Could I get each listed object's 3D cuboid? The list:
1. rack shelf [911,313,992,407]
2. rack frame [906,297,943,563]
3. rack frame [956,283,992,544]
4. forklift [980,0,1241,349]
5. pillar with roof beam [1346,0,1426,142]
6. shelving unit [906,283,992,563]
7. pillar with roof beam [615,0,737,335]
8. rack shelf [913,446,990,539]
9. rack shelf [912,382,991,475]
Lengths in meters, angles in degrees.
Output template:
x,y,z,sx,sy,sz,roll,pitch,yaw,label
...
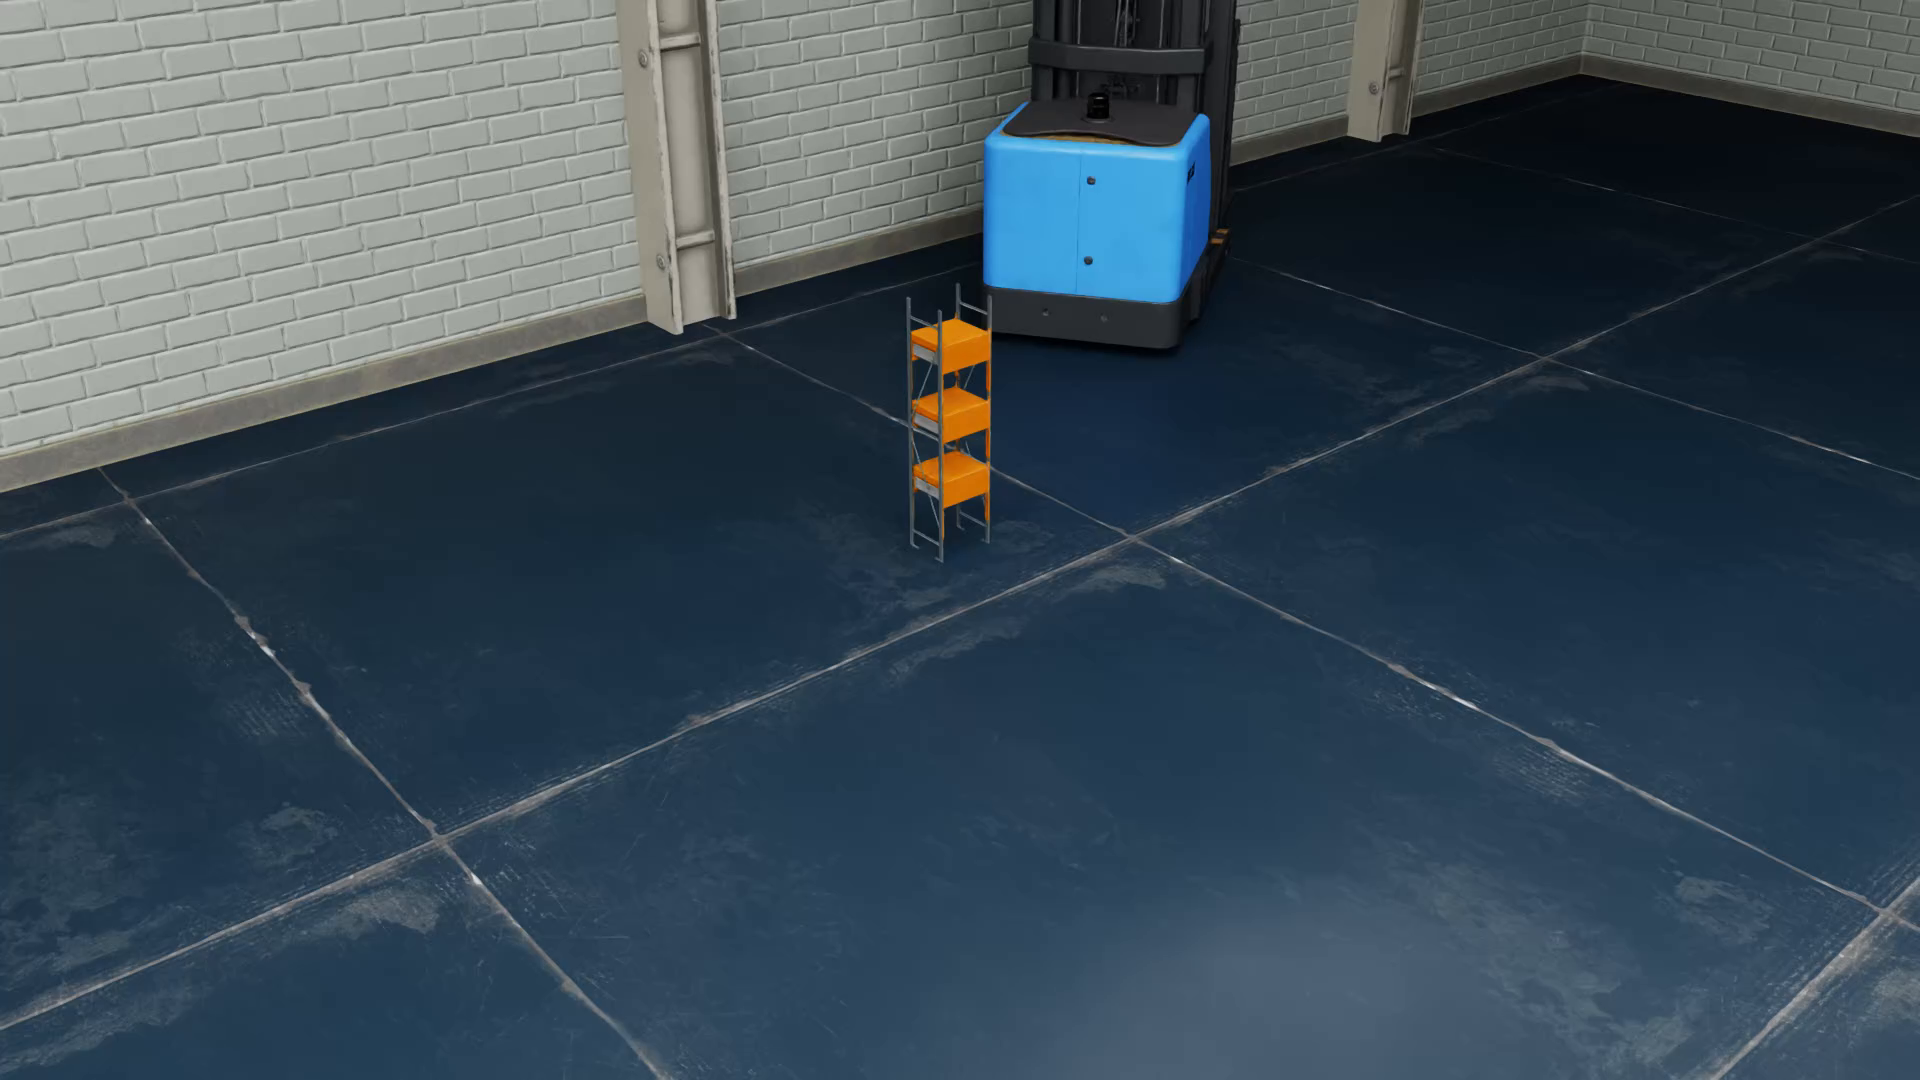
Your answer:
x,y,z,sx,sy,sz,roll,pitch,yaw,label
-0.041,-0.688,6.343,0.240,0.259,0.215,-22,35,-35,rack shelf
-0.134,-0.409,6.402,0.008,1.050,0.200,-22,35,-35,rack frame
0.052,-0.484,6.542,0.008,1.050,0.200,-22,35,-35,rack frame
1.000,-2.938,9.137,1.130,2.935,3.031,8,29,14,forklift
5.905,-5.459,7.418,0.400,9.000,9.100,-22,35,-35,pillar with roof beam
-0.041,-0.447,6.472,0.252,1.050,0.215,-22,35,-35,shelving unit
1.341,-3.624,3.983,0.400,9.000,9.100,-22,35,-35,pillar with roof beam
-0.041,-0.192,6.608,0.240,0.259,0.215,-22,35,-35,rack shelf
-0.041,-0.437,6.477,0.240,0.259,0.215,-22,35,-35,rack shelf
